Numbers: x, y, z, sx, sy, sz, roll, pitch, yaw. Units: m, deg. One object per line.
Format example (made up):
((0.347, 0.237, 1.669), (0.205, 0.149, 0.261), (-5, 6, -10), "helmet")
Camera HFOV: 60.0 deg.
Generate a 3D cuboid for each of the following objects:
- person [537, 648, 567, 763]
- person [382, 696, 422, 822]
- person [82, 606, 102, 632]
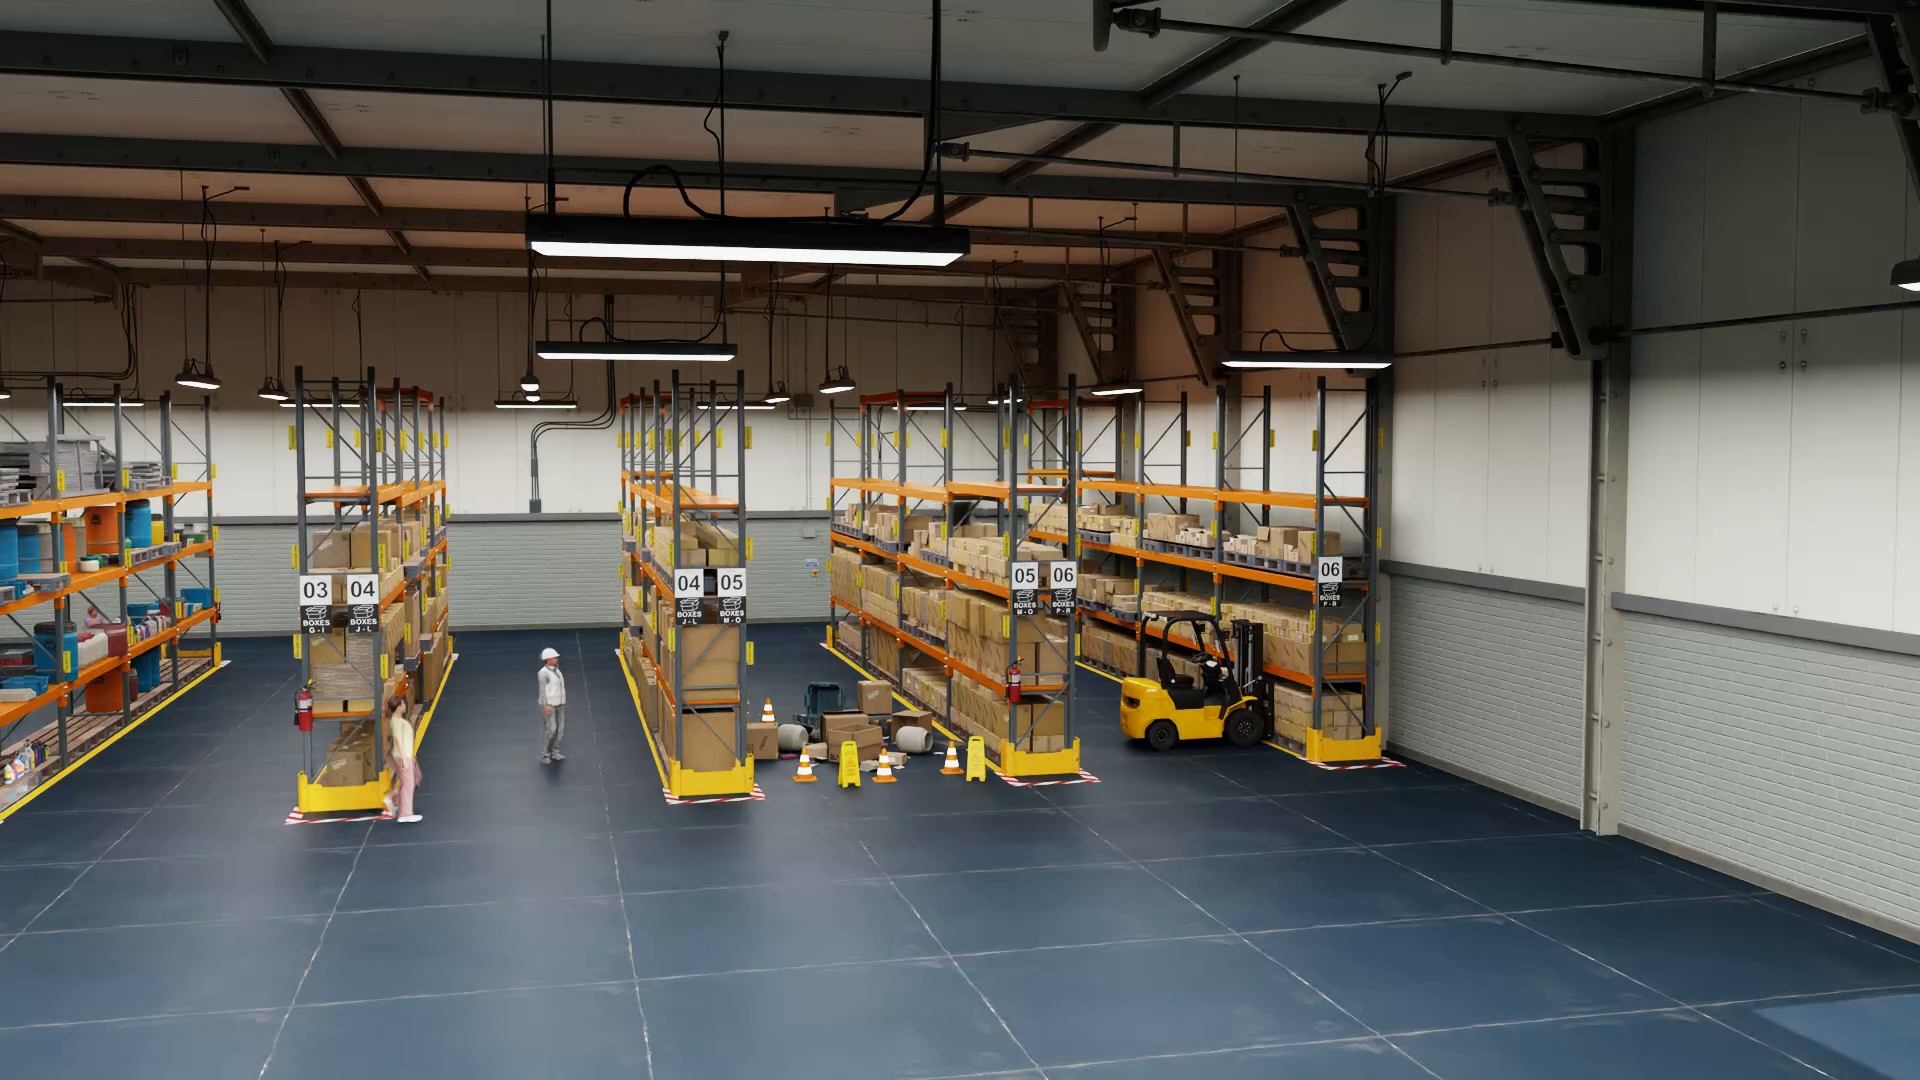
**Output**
((-6.378, 2.610, 26.058), (0.407, 1.844, 0.578), (2, 4, 27), "person")
((-7.287, 2.856, 21.774), (0.462, 1.657, 0.469), (-1, 4, -18), "person")
((-18.159, 2.155, 34.858), (0.388, 1.522, 0.860), (-1, 3, -10), "person")
